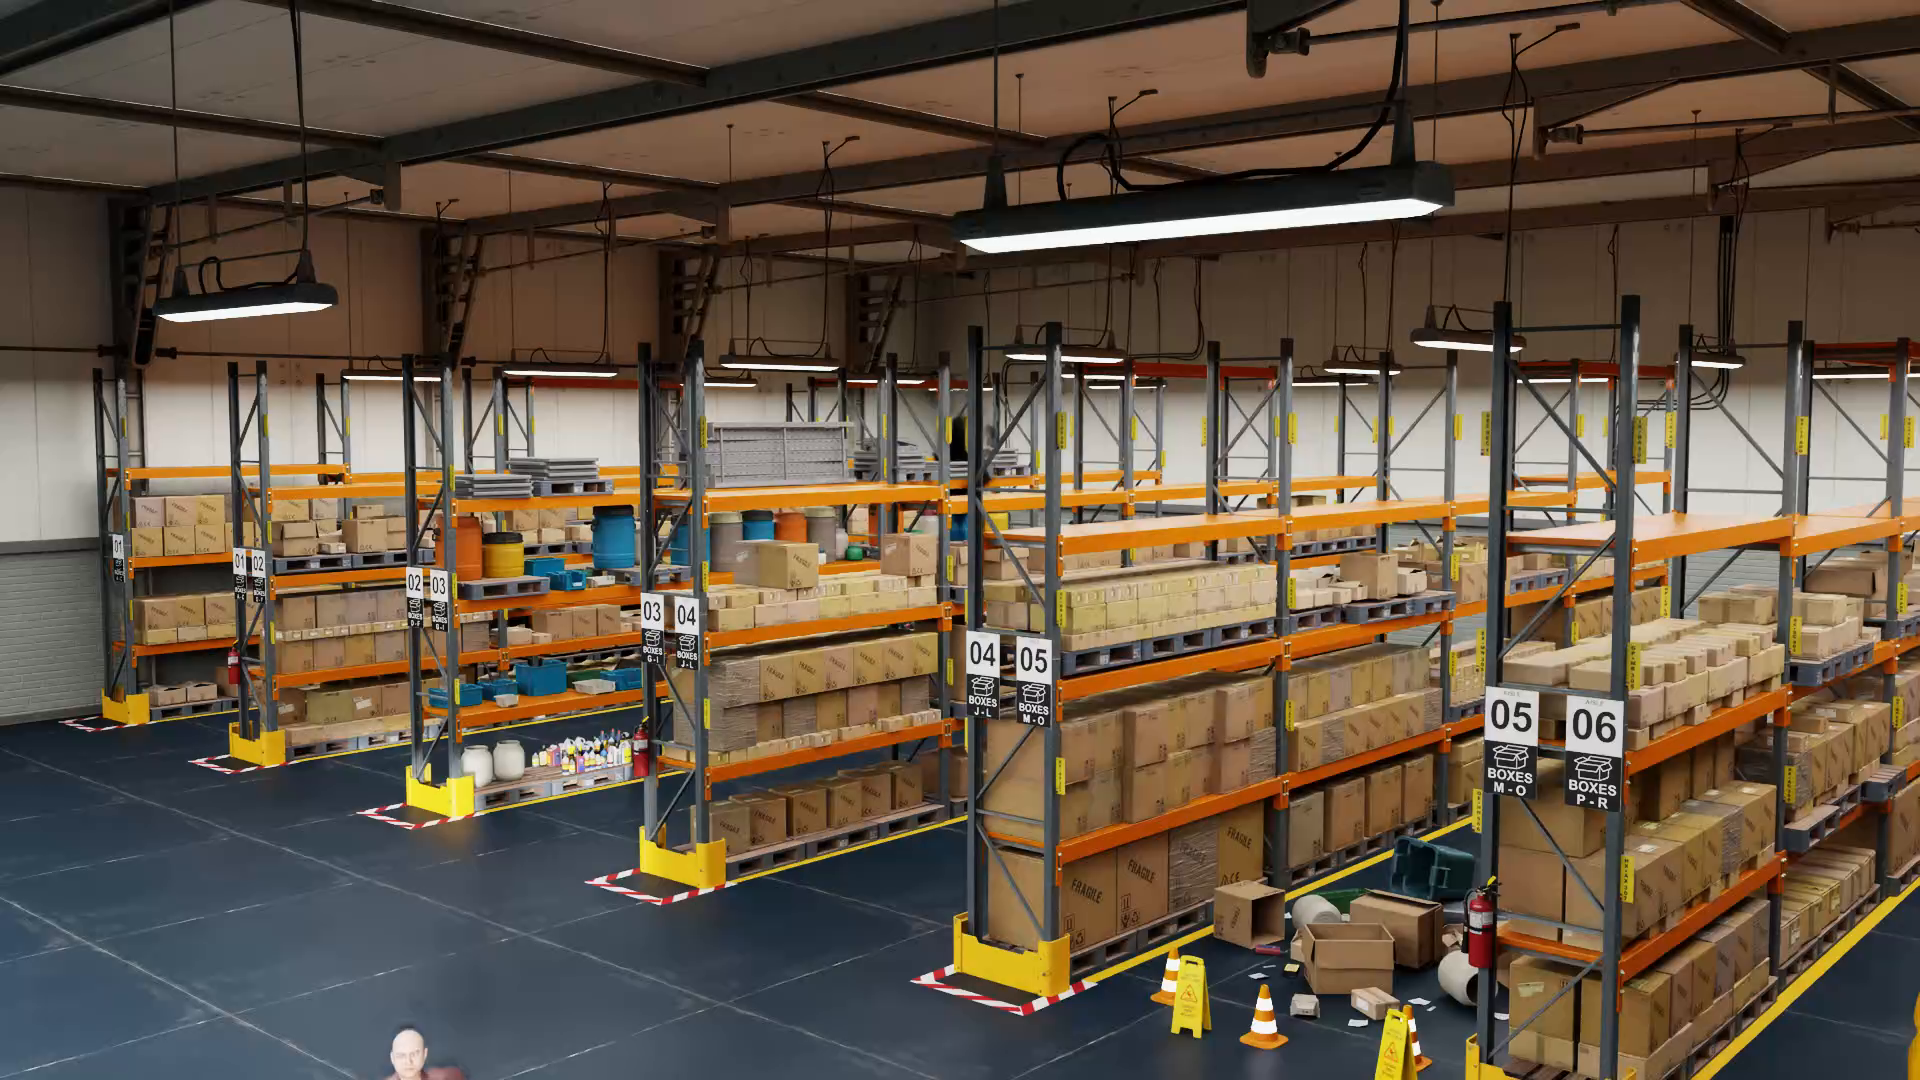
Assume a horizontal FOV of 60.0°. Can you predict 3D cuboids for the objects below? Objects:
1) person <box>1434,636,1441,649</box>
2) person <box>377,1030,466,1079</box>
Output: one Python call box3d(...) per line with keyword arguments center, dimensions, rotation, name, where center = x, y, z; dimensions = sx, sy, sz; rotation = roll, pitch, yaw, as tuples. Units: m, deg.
box3d(center=(7.545, 2.374, 26.069), dimensions=(0.745, 1.730, 0.746), rotation=(-4, 6, -42), name="person")
box3d(center=(-3.020, 3.581, 9.169), dimensions=(0.710, 1.781, 1.049), rotation=(-1, 4, -18), name="person")
